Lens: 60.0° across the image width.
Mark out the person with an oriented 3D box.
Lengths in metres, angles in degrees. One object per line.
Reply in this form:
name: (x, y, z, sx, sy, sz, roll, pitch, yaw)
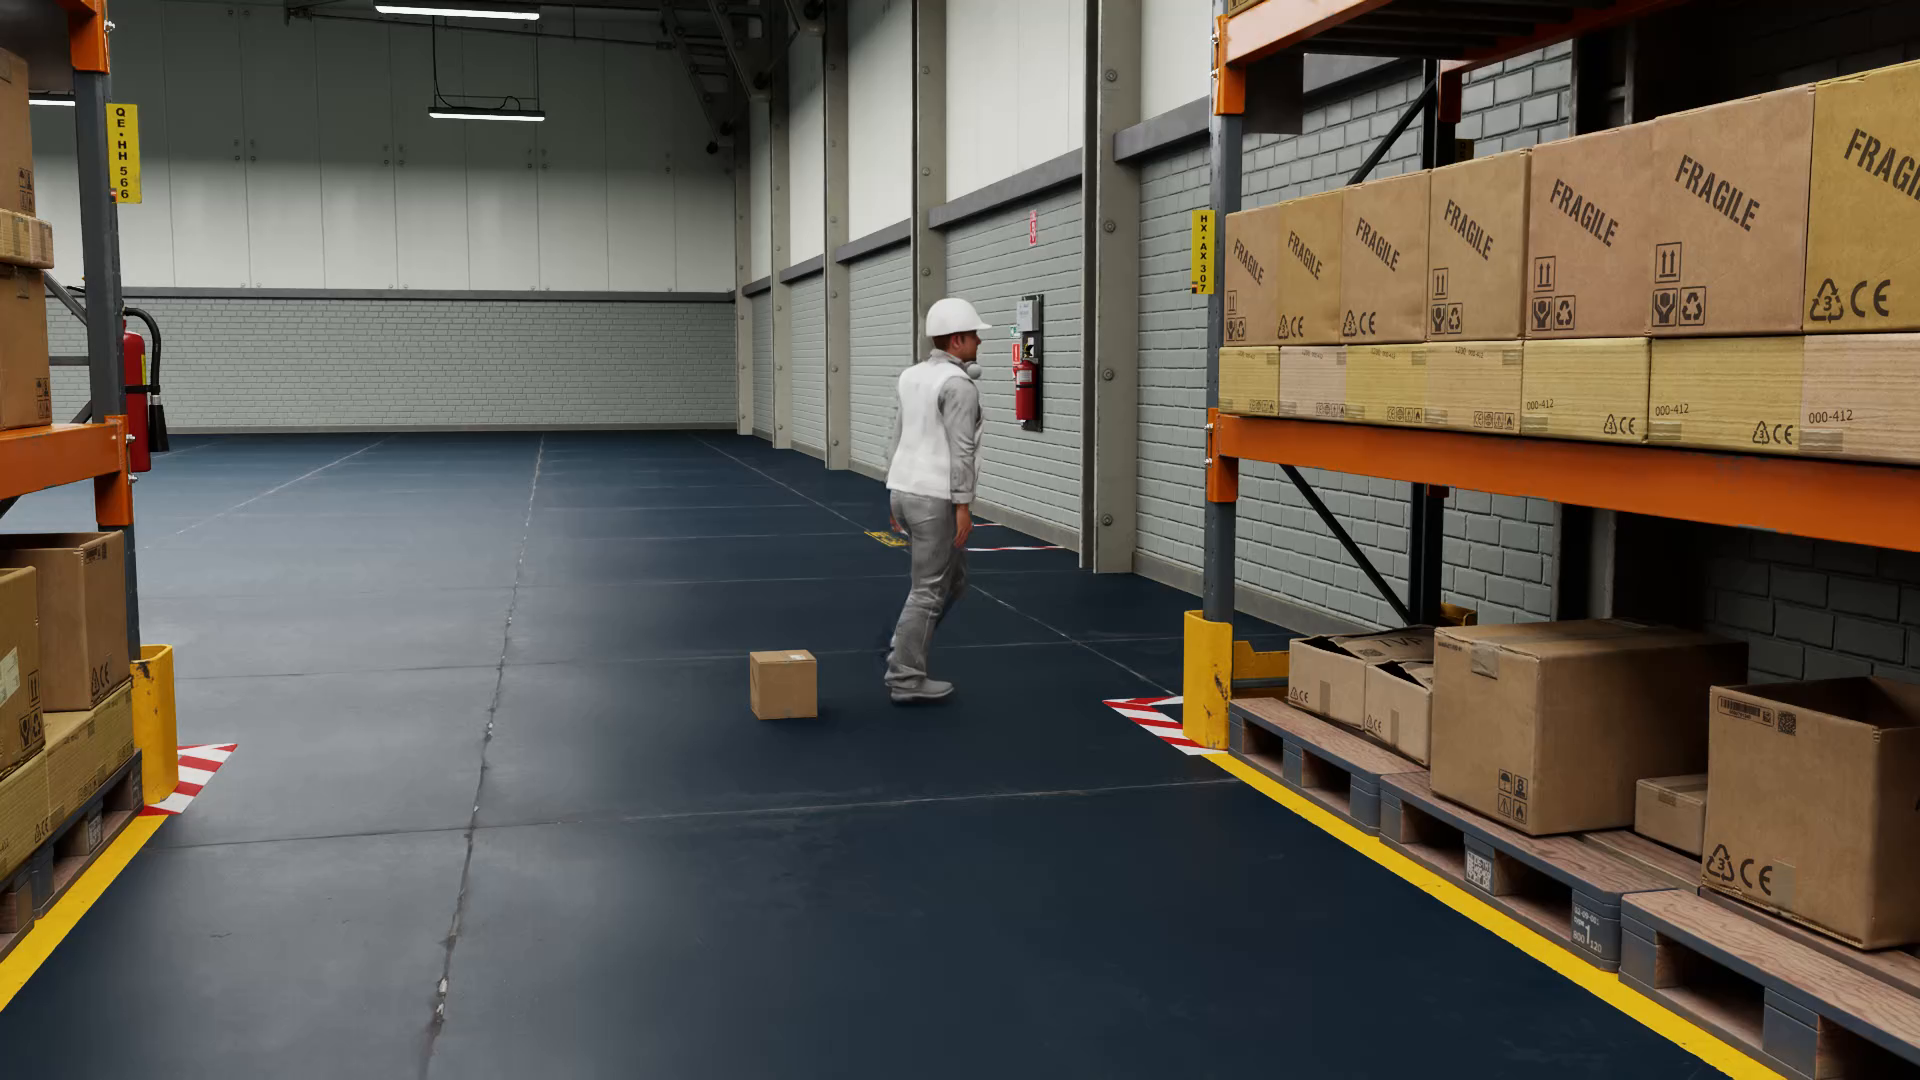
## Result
person: (-0.108, -0.178, 7.324, 0.488, 1.760, 0.560, -3, 7, -27)
